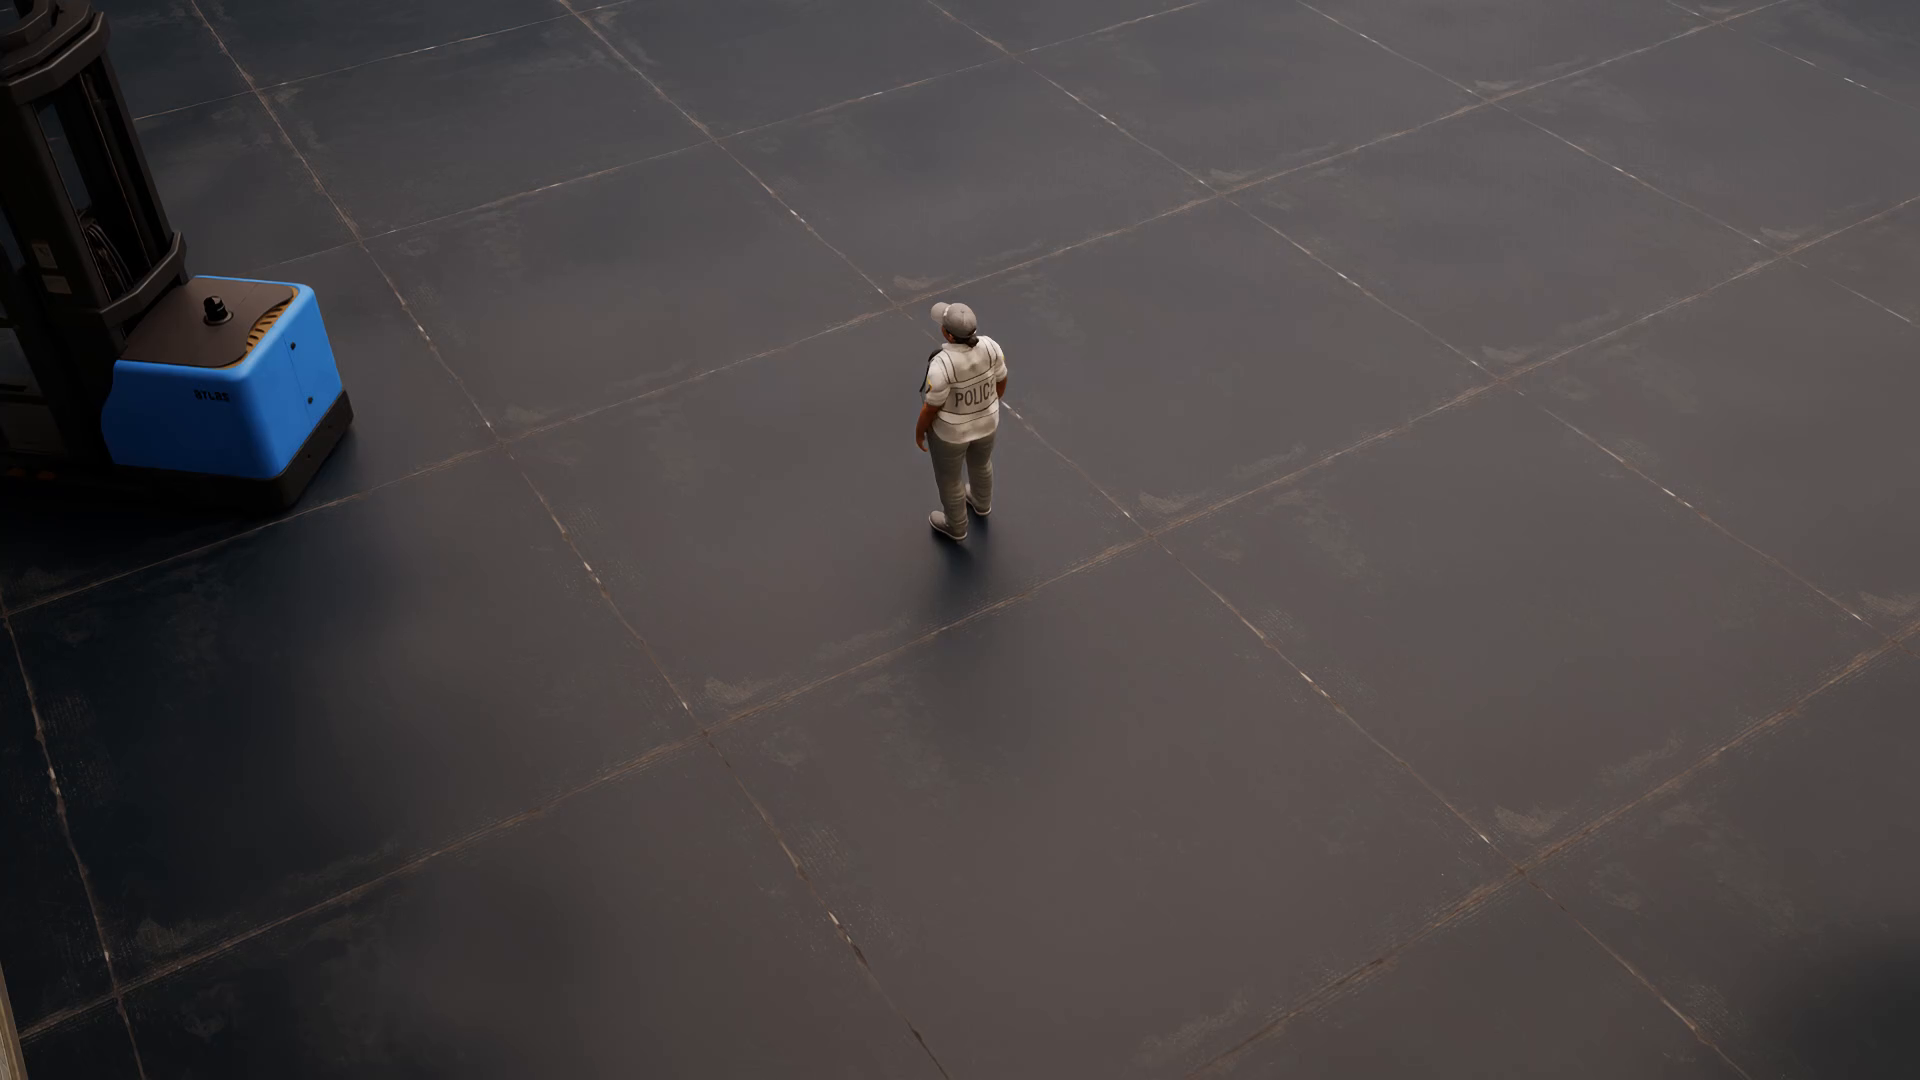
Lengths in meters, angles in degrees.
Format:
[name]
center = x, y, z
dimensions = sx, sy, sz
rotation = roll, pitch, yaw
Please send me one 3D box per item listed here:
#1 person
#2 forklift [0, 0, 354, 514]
[person]
center = -0.022, -0.714, 9.576
dimensions = 0.599, 1.669, 0.528
rotation = -23, 46, -24
[forklift]
center = -5.537, -1.710, 9.827
dimensions = 3.031, 2.935, 1.130
rotation = 6, 41, 7
